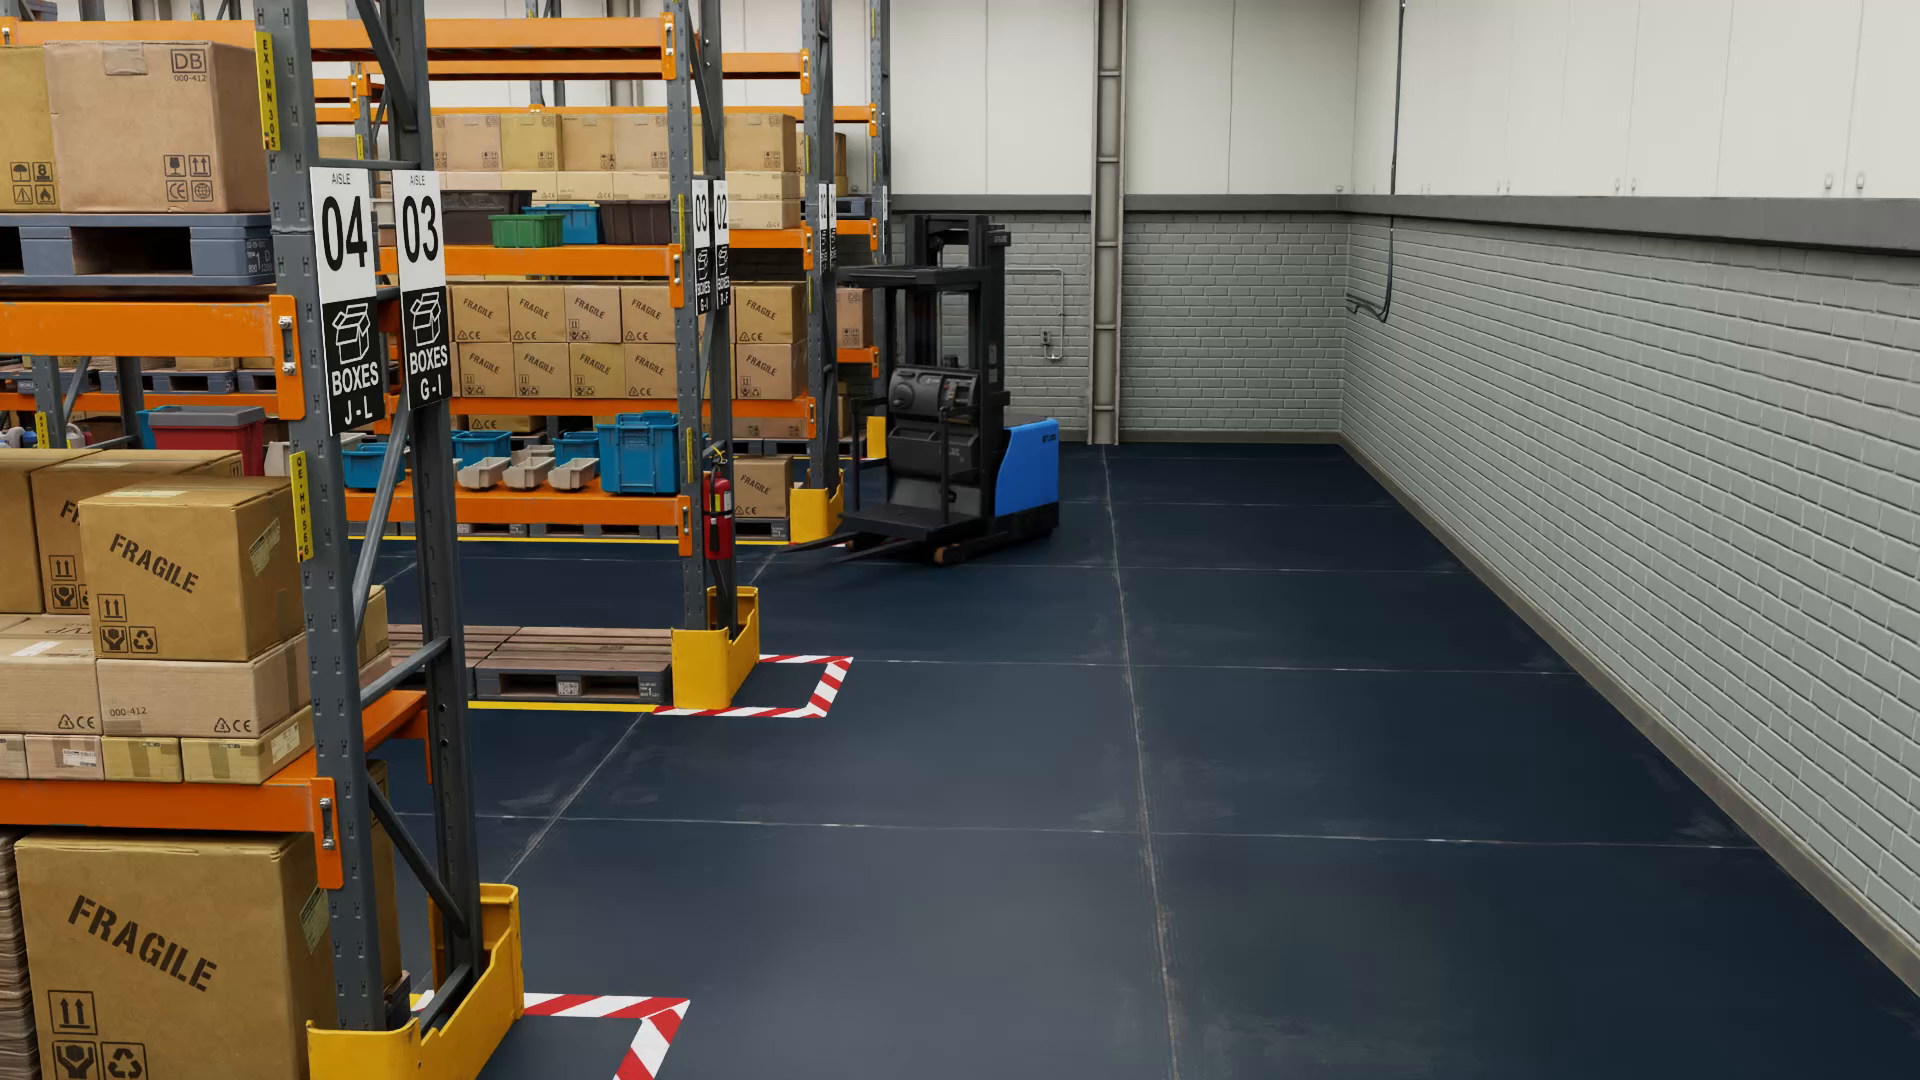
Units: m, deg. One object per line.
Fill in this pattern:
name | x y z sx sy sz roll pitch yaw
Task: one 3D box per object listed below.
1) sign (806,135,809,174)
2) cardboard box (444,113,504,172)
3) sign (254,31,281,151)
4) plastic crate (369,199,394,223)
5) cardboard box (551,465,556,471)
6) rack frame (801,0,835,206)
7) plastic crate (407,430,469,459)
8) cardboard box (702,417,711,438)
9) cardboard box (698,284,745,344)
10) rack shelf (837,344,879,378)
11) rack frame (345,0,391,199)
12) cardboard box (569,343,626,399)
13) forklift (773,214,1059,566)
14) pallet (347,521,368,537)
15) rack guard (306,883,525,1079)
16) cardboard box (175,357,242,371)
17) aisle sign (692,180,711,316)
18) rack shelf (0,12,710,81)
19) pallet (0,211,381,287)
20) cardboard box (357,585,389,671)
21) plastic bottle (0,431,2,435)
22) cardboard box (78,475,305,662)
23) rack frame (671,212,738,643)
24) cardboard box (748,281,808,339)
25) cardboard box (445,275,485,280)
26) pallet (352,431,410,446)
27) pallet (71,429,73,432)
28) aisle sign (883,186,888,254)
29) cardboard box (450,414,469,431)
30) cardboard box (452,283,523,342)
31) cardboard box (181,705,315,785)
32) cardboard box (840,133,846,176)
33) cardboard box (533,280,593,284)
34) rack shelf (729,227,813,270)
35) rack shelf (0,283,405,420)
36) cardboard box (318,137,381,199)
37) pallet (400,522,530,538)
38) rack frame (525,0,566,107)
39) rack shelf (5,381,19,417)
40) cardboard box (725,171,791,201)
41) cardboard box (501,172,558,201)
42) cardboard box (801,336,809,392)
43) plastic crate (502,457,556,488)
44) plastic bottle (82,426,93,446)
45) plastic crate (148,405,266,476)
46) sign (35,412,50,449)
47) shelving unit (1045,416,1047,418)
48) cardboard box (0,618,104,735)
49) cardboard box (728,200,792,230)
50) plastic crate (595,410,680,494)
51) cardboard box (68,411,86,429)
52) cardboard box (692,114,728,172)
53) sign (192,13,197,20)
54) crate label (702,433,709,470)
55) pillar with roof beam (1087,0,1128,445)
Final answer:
sign | -1.317 -3.340 14.404 0.005 0.325 0.100 1 12 4
cardboard box | -4.274 -3.578 15.019 0.500 0.500 0.700 1 12 4
sign | -1.976 -1.280 4.749 0.005 0.325 0.100 1 12 4
plastic crate | -3.786 -2.044 10.657 0.530 0.282 0.437 1 12 4
cardboard box | -3.916 -0.546 16.025 0.500 0.311 0.500 1 12 4
rack frame | -1.260 -4.488 14.728 0.127 3.000 1.000 1 12 4
plastic crate | -3.433 -0.580 10.960 0.300 0.233 0.416 1 12 4
cardboard box | -3.172 -1.554 20.434 0.500 0.500 0.700 1 12 5
cardboard box | -2.227 -2.047 15.023 0.500 0.500 0.500 1 12 5
rack shelf | -2.929 -2.239 20.385 4.000 0.370 1.077 1 12 4
rack frame | -5.251 -4.543 14.990 0.127 3.000 1.000 1 12 4
cardboard box | -3.244 -1.573 15.197 0.500 0.500 0.500 1 12 3
forklift | -0.364 -1.323 14.415 1.130 2.935 3.031 9 15 36
pallet | -6.066 -0.245 15.906 1.213 0.211 1.003 1 12 4
rack guard | -1.902 1.696 5.922 0.348 0.500 1.175 1 12 4
cardboard box | -7.018 -1.873 15.606 0.500 0.500 0.700 -2 12 -11
aisle sign | -1.543 -1.752 9.948 0.004 0.787 0.394 1 12 4
rack shelf | -3.591 -2.956 10.136 4.000 0.370 1.077 1 12 4
pallet | -2.667 -0.961 5.408 1.213 0.211 1.003 1 12 4
cardboard box | -2.387 0.338 5.948 0.500 0.250 0.500 0 12 2
plastic bottle | -6.502 -0.628 11.241 0.097 0.271 0.097 0 12 0
cardboard box | -2.430 0.080 5.351 0.500 0.500 0.500 1 12 4
rack frame | -1.595 -0.540 10.505 0.127 3.000 1.000 1 12 4
cardboard box | -1.686 -2.150 15.517 0.500 0.500 0.500 1 12 5
cardboard box | -5.917 -3.153 20.146 0.500 0.250 0.500 1 12 5
pallet | -6.920 -1.265 20.782 1.213 0.211 1.003 1 12 4
pallet | -10.909 -1.337 21.124 1.213 0.211 1.003 1 12 4
aisle sign | -0.881 -3.774 19.617 0.004 0.787 0.394 1 12 4
cardboard box | -6.468 -1.766 20.590 0.750 0.750 0.750 1 12 5
cardboard box | -4.285 -2.074 15.153 0.500 0.500 0.500 0 12 2
cardboard box | -2.303 0.657 5.395 0.250 0.149 0.380 1 12 5
cardboard box | -1.645 -4.640 20.043 0.500 0.500 0.500 0 12 2
cardboard box | -3.715 -2.177 15.647 0.500 0.500 0.500 1 12 4
rack shelf | -3.256 -2.695 15.240 4.000 0.370 1.077 1 12 4
rack shelf | -3.922 -0.672 5.565 4.000 0.370 1.077 1 12 4
cardboard box | -5.749 -3.400 15.339 0.600 0.600 0.600 0 12 -2
pallet | -4.566 -0.232 15.844 1.213 0.211 1.003 1 12 4
rack frame | -4.924 -5.555 19.828 0.127 3.000 1.000 1 12 4
rack shelf | -11.238 -1.337 16.070 4.000 0.370 1.077 1 12 4
cardboard box | -1.790 -3.146 14.784 0.500 0.250 0.500 1 12 4
cardboard box | -3.786 -3.173 14.912 0.500 0.250 0.500 1 12 4
cardboard box | -1.686 -1.661 15.619 0.500 0.500 0.500 1 12 5
plastic crate | -2.709 -0.421 10.436 0.243 0.136 0.396 1 12 4
plastic bottle | -5.924 -0.630 11.219 0.133 0.283 0.061 1 12 4
plastic crate | -4.712 -0.592 10.451 0.583 0.464 0.402 1 12 4
sign | -5.625 -0.618 10.201 0.005 0.325 0.100 1 12 4
shelving unit | 0.660 -0.664 15.860 0.252 1.050 0.215 9 15 36
cardboard box | -2.933 0.440 5.459 0.500 0.250 0.500 1 12 3
cardboard box | -1.791 -2.900 14.827 0.500 0.250 0.500 1 12 4
plastic crate | -1.942 -0.553 10.335 0.499 0.435 0.616 1 12 4
cardboard box | -11.145 -1.701 21.087 0.500 0.500 0.700 1 12 4
cardboard box | -2.267 -3.586 15.056 0.500 0.500 0.700 1 12 4
sign | -8.942 -5.995 19.455 0.005 0.325 0.100 1 12 4
crate label | -1.819 -0.558 10.854 0.303 0.233 0.416 1 12 4
pillar with roof beam | 1.531 -4.761 16.030 0.400 9.000 9.100 1 12 4
